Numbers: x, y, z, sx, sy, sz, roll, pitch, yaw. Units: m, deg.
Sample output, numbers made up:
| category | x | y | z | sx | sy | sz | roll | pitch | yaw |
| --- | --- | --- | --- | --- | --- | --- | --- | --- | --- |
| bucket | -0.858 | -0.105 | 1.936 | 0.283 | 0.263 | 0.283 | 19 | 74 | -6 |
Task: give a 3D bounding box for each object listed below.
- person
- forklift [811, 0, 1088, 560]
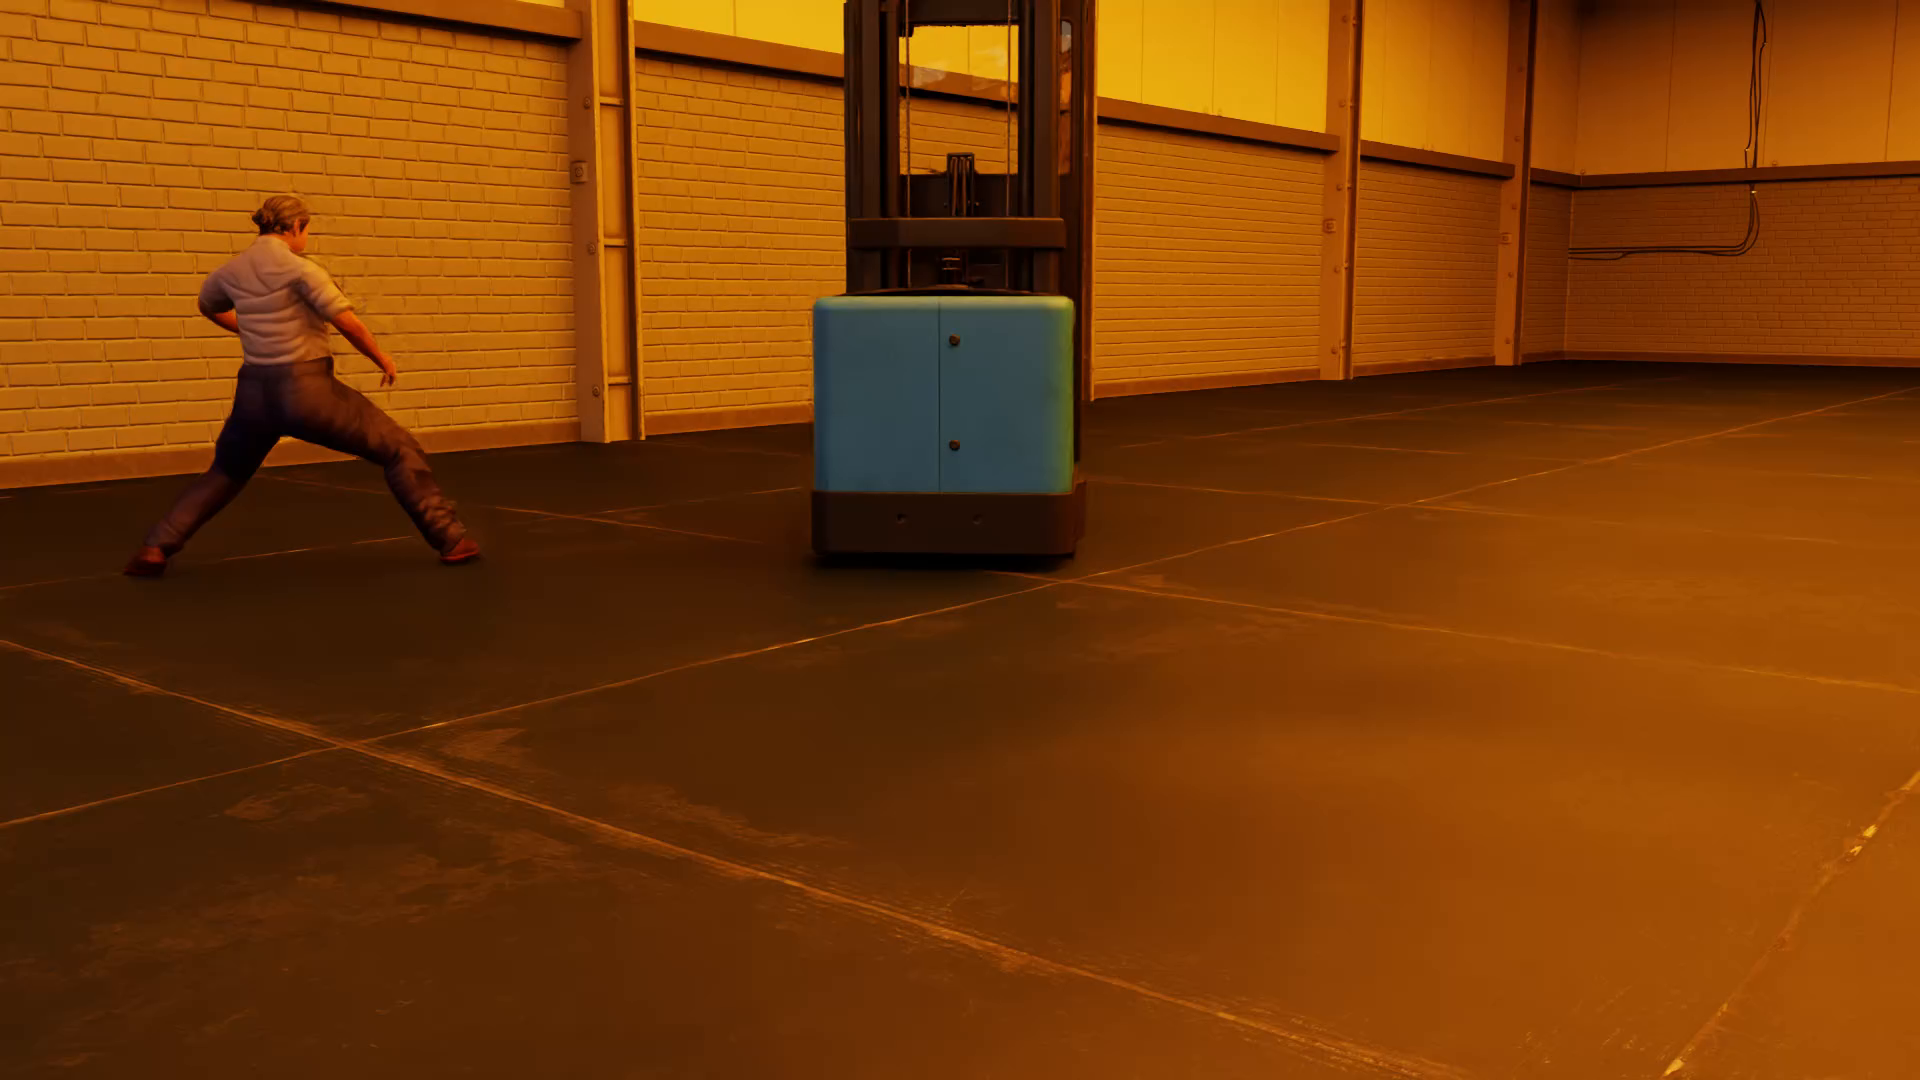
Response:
| category | x | y | z | sx | sy | sz | roll | pitch | yaw |
| --- | --- | --- | --- | --- | --- | --- | --- | --- | --- |
| person | -2.614 | -0.601 | 6.557 | 1.141 | 1.485 | 0.946 | 3 | 9 | 20 |
| forklift | 0.041 | -1.544 | 7.832 | 1.130 | 2.935 | 3.031 | 1 | 8 | 5 |
